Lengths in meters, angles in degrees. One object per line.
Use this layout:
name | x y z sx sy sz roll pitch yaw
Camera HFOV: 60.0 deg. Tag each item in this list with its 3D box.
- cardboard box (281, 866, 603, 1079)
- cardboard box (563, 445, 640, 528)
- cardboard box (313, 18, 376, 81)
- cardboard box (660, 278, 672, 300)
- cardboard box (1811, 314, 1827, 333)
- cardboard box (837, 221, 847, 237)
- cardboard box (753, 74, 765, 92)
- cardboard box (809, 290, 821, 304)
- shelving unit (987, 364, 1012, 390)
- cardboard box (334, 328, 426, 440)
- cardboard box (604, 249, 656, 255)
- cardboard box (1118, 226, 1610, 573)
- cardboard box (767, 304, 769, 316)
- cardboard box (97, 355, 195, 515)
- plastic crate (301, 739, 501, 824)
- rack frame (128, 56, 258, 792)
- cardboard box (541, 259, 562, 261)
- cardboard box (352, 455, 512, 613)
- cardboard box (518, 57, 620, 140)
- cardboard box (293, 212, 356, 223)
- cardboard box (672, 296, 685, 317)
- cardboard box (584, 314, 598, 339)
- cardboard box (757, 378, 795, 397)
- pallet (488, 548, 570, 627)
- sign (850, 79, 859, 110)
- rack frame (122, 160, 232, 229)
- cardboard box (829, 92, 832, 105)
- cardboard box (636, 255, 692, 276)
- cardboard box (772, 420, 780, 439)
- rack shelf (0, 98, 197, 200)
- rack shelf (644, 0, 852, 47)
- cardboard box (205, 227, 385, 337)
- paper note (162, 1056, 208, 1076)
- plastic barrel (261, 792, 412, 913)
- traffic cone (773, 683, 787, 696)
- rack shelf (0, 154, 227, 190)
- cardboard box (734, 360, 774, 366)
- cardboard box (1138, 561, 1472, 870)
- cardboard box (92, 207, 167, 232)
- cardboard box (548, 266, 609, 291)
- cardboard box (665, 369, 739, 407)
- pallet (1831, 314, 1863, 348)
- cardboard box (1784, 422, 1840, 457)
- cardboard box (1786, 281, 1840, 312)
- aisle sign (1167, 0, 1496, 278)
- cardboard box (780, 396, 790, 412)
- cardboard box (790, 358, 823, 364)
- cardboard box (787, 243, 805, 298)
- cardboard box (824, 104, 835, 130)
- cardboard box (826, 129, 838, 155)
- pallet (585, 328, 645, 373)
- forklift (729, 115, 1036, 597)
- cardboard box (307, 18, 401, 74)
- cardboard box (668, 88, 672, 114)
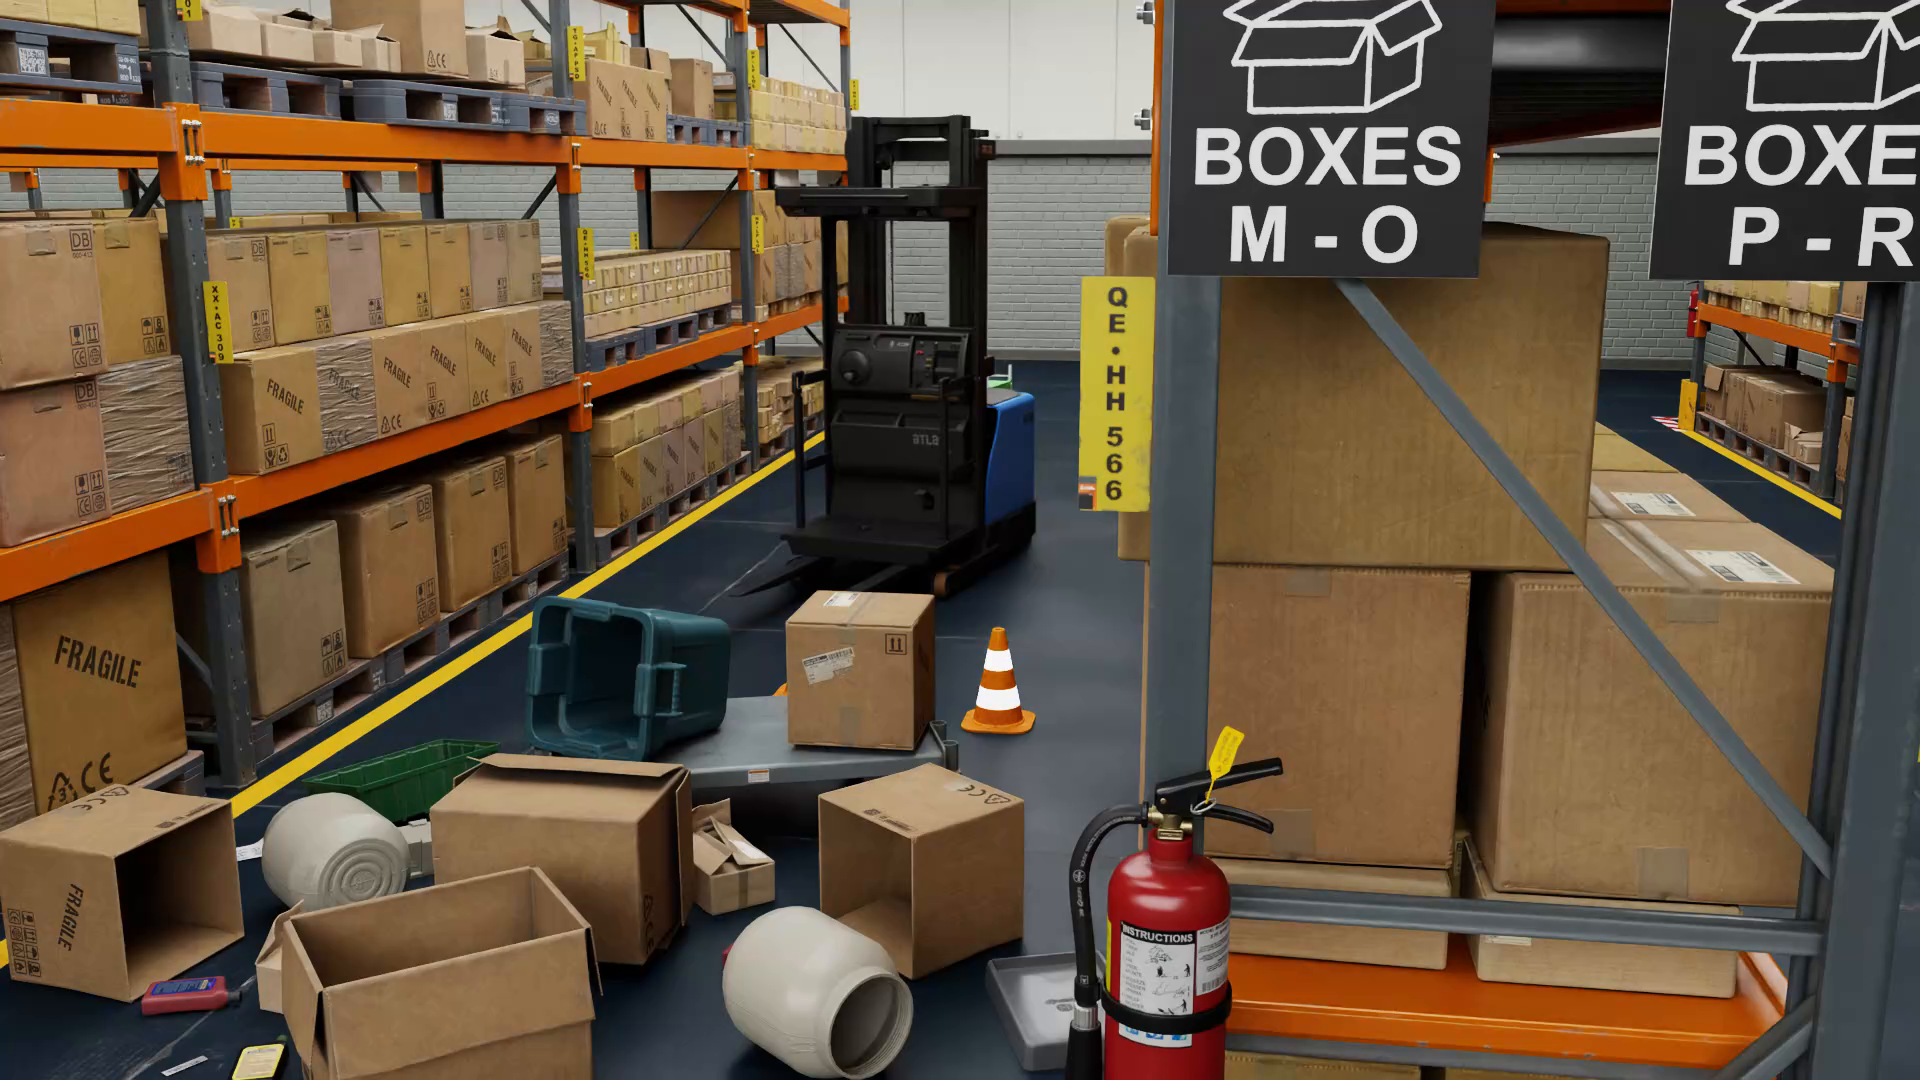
cardboard box | -1.470 1.315 4.696 0.797 0.503 0.637 -7 14 -30
cardboard box | -2.554 -0.384 11.594 0.500 0.500 0.500 1 12 6
cardboard box | -3.399 -2.584 8.722 0.500 0.311 0.500 2 12 8
cardboard box | -2.408 -1.909 12.623 0.380 0.149 0.250 2 12 11
cardboard box | 7.331 -1.802 13.831 0.380 0.149 0.250 2 12 10
cardboard box | -1.509 -3.507 17.830 0.500 0.500 0.500 2 12 7
cardboard box | -1.941 -4.035 14.701 0.380 0.149 0.250 1 12 6
cardboard box | -1.640 -2.517 17.147 0.380 0.149 0.250 1 12 6
shelving unit | 0.181 -0.675 12.278 0.258 1.200 0.503 5 13 21
cardboard box | -3.027 -0.788 8.293 0.500 0.500 0.500 2 12 8
cardboard box | -2.815 -2.401 14.202 0.380 0.149 0.250 3 12 12
cardboard box | 0.624 -0.254 2.735 0.700 0.500 0.500 2 12 7
cardboard box | -1.977 -2.134 15.370 0.380 0.149 0.250 1 12 6
cardboard box | -3.575 -0.426 6.492 0.875 0.550 0.550 2 12 9
plastic crate | -2.262 0.996 6.791 0.450 0.188 0.662 -3 8 40
rack frame | -3.530 -0.429 6.866 1.000 3.000 0.127 2 12 9
cardboard box | -3.091 -2.021 12.440 0.380 0.149 0.250 2 12 11
cardboard box | -3.228 -0.062 9.503 1.050 0.750 0.750 2 12 10
cardboard box | -2.564 -2.888 10.915 0.500 0.500 0.500 2 12 9
cardboard box | -6.987 -3.353 18.300 0.500 0.500 0.500 2 12 7
cardboard box | -2.362 -1.817 12.903 0.380 0.149 0.250 2 12 11
cardboard box | -2.646 -1.431 11.114 0.380 0.149 0.250 2 12 8
cardboard box | -1.813 -1.477 16.086 0.380 0.149 0.250 2 12 10
pallet | -3.110 0.263 10.273 1.003 0.211 1.213 2 12 9
sign | -1.139 -4.804 17.945 0.100 0.325 0.005 2 12 9
rack frame | -7.185 -2.276 15.437 1.000 3.000 0.127 2 12 9
cardboard box | -1.559 -4.632 17.470 0.380 0.149 0.250 2 12 9
cardboard box | -2.332 -2.163 13.096 0.380 0.149 0.250 1 12 7
cardboard box | -1.885 -1.027 15.410 0.380 0.149 0.250 2 12 10
rack shelf | -3.837 -1.128 4.694 1.077 0.370 4.000 2 12 9
rack shelf | -1.992 -5.090 15.969 1.077 0.370 4.000 2 12 9
cardboard box | -3.304 -1.283 8.216 0.700 0.500 0.500 2 12 9
paper note | -2.261 1.534 4.852 0.032 0.001 0.123 10 15 38
plastic barrel | -2.189 1.116 5.811 0.421 0.421 0.512 -10 16 -40
traffic cone | -0.759 0.554 8.325 0.336 0.463 0.334 2 12 9
rack shelf | -7.492 -2.975 13.265 1.077 0.370 4.000 2 12 9
cardboard box | -2.189 -1.822 17.687 0.380 0.149 0.250 2 12 8
cardboard box | 0.573 0.226 2.879 0.500 0.500 0.500 2 12 8
cardboard box | -7.275 -2.683 14.702 0.797 0.503 0.637 2 12 7
cardboard box | -2.613 -1.781 11.326 0.380 0.149 0.250 2 12 7
cardboard box | -2.164 -1.281 13.976 0.500 0.250 0.500 2 12 7
pallet | 7.282 -1.539 12.469 1.003 0.211 1.213 2 12 9
cardboard box | 7.363 -0.864 14.375 0.396 0.266 0.258 2 12 11
cardboard box | 7.412 -2.086 14.203 0.500 0.250 0.500 2 12 9
aisle sign | 0.466 -0.725 2.065 0.394 0.787 0.004 2 12 9
cardboard box | -1.866 -1.337 16.141 0.380 0.149 0.250 2 12 11
cardboard box | -1.611 -1.861 17.867 0.380 0.149 0.250 2 12 10
cardboard box | -1.792 -2.591 15.952 0.500 0.500 0.500 2 12 7
cardboard box | -1.581 -4.354 17.127 0.500 0.250 0.500 2 12 7
cardboard box | -1.564 -4.111 17.184 0.500 0.250 0.500 2 12 9
pallet | -2.910 -1.320 11.454 1.213 0.211 1.003 2 12 9
forklift | -0.463 -1.173 10.479 1.130 2.935 3.031 5 13 21
cardboard box | -3.033 -2.467 8.285 0.396 0.266 0.258 2 12 9
cardboard box | -2.642 -3.546 13.424 0.500 0.311 0.500 2 12 8
